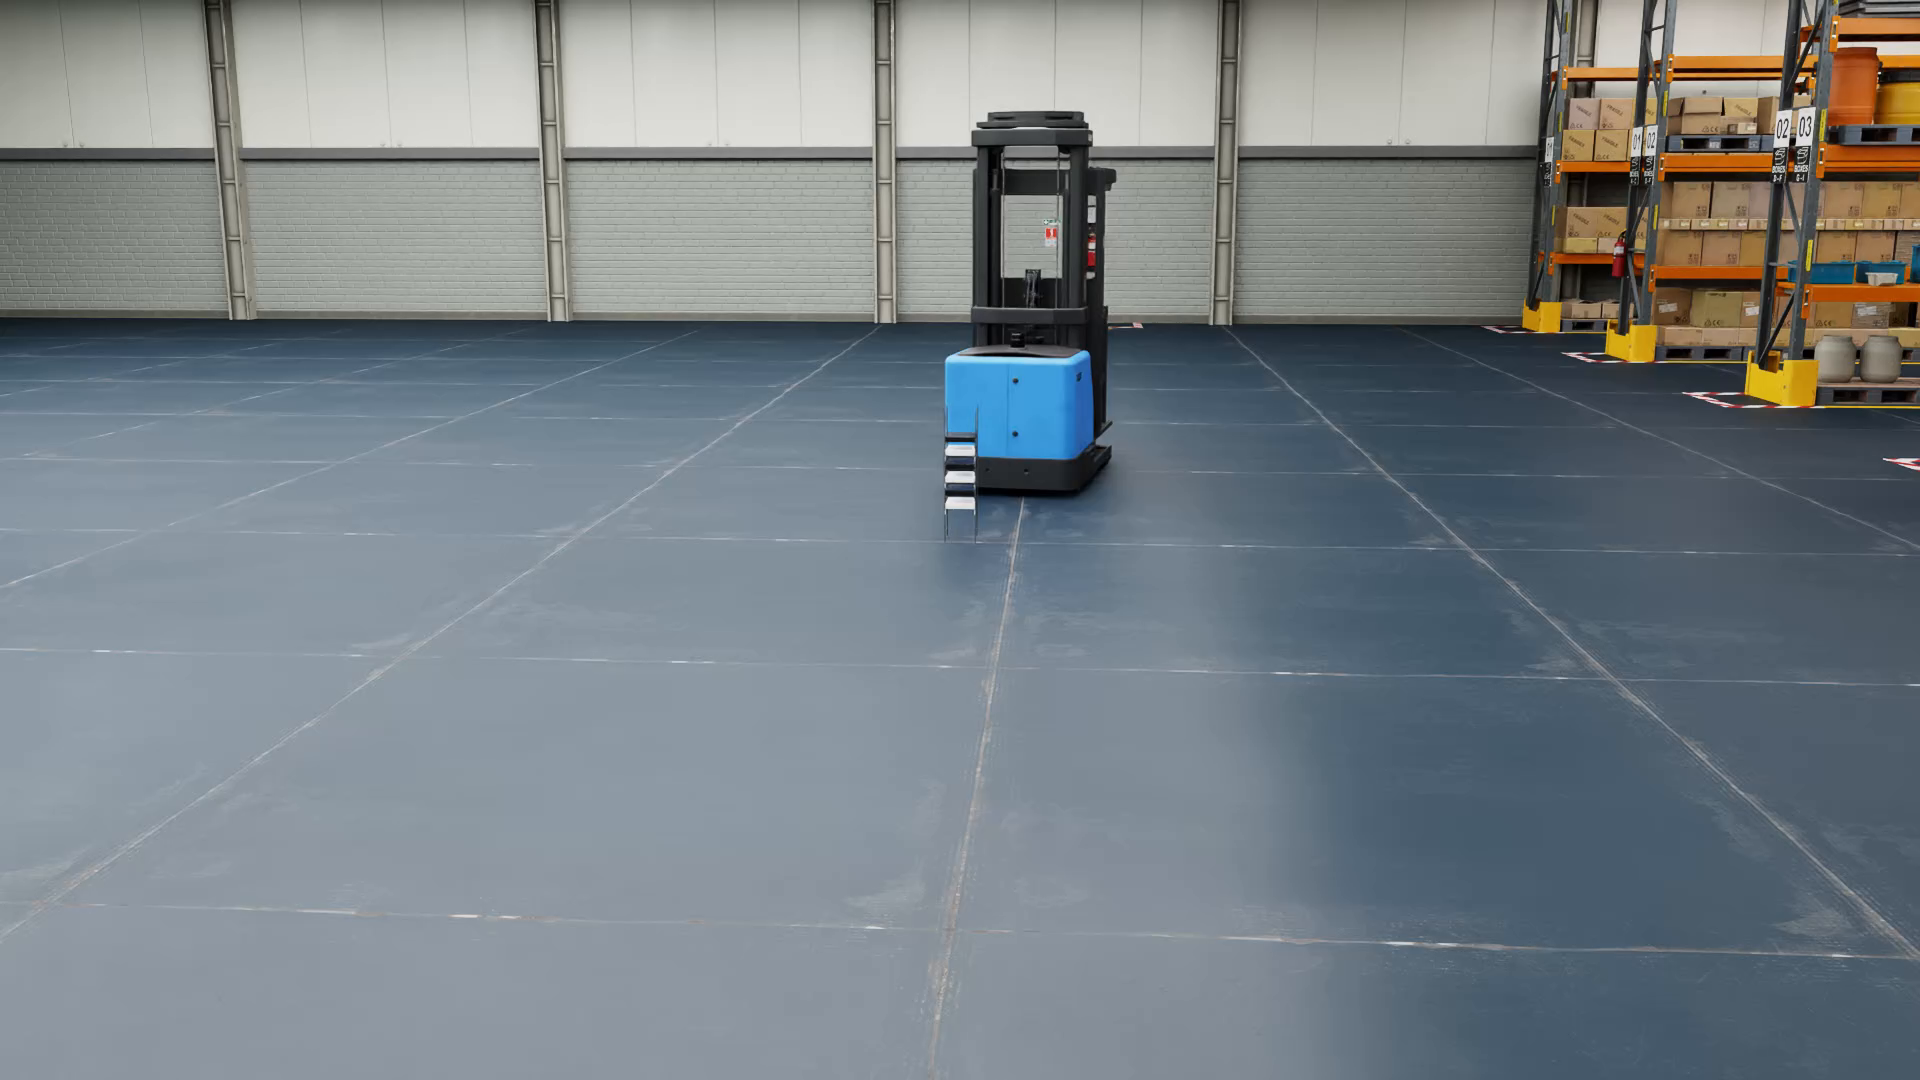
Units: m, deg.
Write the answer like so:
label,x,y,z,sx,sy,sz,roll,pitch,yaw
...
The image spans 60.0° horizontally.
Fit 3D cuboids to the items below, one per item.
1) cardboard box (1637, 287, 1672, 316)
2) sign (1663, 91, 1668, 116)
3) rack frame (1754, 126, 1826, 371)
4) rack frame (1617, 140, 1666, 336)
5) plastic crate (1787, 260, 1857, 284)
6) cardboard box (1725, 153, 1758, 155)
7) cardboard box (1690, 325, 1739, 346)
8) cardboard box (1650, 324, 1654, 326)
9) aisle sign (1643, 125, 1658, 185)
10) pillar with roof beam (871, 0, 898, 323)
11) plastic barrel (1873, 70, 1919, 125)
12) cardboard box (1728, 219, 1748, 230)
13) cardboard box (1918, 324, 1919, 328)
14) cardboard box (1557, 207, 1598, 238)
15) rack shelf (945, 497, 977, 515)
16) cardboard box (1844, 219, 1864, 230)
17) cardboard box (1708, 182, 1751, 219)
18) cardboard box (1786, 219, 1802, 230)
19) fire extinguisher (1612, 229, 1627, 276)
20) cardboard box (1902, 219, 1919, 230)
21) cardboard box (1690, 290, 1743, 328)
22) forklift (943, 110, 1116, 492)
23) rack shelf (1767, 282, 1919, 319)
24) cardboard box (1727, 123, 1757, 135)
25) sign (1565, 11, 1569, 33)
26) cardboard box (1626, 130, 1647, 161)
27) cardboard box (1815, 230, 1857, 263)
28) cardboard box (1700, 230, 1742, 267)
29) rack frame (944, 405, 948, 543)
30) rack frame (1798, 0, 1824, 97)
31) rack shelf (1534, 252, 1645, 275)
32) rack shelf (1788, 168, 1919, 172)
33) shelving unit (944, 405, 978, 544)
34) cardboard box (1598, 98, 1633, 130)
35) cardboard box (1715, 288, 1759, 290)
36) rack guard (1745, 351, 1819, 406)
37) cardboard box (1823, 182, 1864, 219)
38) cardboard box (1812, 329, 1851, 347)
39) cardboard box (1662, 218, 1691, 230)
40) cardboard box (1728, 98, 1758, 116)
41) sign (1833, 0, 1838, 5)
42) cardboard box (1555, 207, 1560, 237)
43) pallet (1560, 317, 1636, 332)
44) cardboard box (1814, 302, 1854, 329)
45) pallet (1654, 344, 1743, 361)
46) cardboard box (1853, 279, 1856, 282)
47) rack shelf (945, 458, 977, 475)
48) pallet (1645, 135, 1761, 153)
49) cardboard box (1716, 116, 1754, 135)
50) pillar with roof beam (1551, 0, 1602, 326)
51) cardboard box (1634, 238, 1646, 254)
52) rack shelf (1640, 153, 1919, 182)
label,x,y,z,sx,sy,sz,roll,pitch,yaw
cardboard box,11.863,-4.013,28.158,0.500,0.500,0.700,0,12,0
sign,9.511,-5.887,22.430,0.005,0.325,0.100,1,12,4
rack frame,9.219,-3.053,18.539,0.127,3.000,1.000,1,12,4
rack frame,9.554,-4.065,23.376,0.127,3.000,1.000,1,12,4
plastic crate,9.739,-3.035,18.813,0.616,0.251,0.499,1,12,4
cardboard box,12.848,-6.515,27.470,0.500,0.500,0.500,0,12,-1
cardboard box,10.573,-2.866,23.333,0.500,0.250,0.500,1,12,4
cardboard box,10.109,-2.978,23.868,0.500,0.250,0.500,1,12,4
aisle sign,9.468,-5.276,22.815,0.004,0.787,0.394,1,12,4
pillar with roof beam,-1.623,-7.466,24.979,0.400,9.000,9.100,1,12,4
plastic barrel,10.365,-4.830,18.219,0.600,0.588,0.600,0,12,0
cardboard box,10.695,-4.372,23.012,0.250,0.149,0.380,1,12,3
cardboard box,13.978,-2.924,23.609,0.500,0.250,0.500,1,12,3
cardboard box,10.338,-5.313,27.826,0.500,0.500,0.500,1,12,4
rack shelf,0.008,-0.232,11.219,0.200,0.077,0.258,1,12,4
cardboard box,12.244,-4.351,22.915,0.250,0.149,0.380,1,12,3
cardboard box,10.597,-4.733,23.157,0.500,0.500,0.700,0,12,2
cardboard box,11.465,-4.361,22.962,0.250,0.149,0.380,1,12,4
fire extinguisher,9.467,-4.124,23.845,0.183,0.674,0.296,1,12,4
cardboard box,13.013,-4.341,22.864,0.250,0.149,0.380,1,12,3
cardboard box,10.573,-3.233,23.255,0.500,0.500,0.500,1,12,4
forklift,0.697,-2.063,13.972,1.130,2.935,3.031,3,12,13
rack shelf,11.215,-2.674,18.481,4.000,0.370,1.077,1,12,4
cardboard box,10.716,-5.632,22.788,0.250,0.149,0.380,1,12,4
sign,9.845,-8.399,26.966,0.005,0.325,0.100,1,12,4
cardboard box,11.250,-6.528,27.529,0.500,0.500,0.500,1,12,6
cardboard box,12.075,-4.078,23.192,0.500,0.500,0.700,1,12,5
cardboard box,10.543,-4.099,23.293,0.500,0.500,0.700,1,12,5
rack frame,-0.093,-0.442,11.182,0.006,0.900,0.240,1,12,4
rack frame,13.873,-7.959,27.338,0.127,3.000,1.000,1,12,4
rack shelf,11.877,-4.698,28.157,4.000,0.370,1.077,1,12,4
rack shelf,15.868,-6.111,27.588,4.000,0.370,1.077,1,12,4
shelving unit,0.008,-0.440,11.175,0.210,0.900,0.258,1,12,4
cardboard box,10.747,-7.022,27.448,0.500,0.500,0.500,1,12,3
cardboard box,11.108,-3.335,23.742,0.500,0.500,0.500,1,12,4
rack guard,9.298,-1.838,18.836,0.348,0.500,1.175,1,12,4
cardboard box,12.098,-4.713,23.059,0.500,0.500,0.700,1,12,4
cardboard box,12.070,-2.845,23.230,0.500,0.250,0.500,1,12,4
cardboard box,9.931,-4.382,23.063,0.250,0.149,0.380,1,12,3
cardboard box,12.804,-6.996,27.324,0.500,0.500,0.500,1,12,7
sign,9.178,-5.775,17.409,0.005,0.325,0.100,1,12,4
cardboard box,10.366,-5.418,28.327,0.500,0.500,0.500,1,12,3
pallet,10.766,-3.693,28.407,1.213,0.211,1.003,1,12,4
cardboard box,12.071,-3.214,23.166,0.500,0.500,0.500,1,12,4
pallet,10.320,-2.698,23.652,1.213,0.211,1.003,1,12,4
cardboard box,15.048,-4.369,28.029,0.500,0.250,0.500,1,12,3
rack shelf,0.008,-0.496,11.164,0.200,0.077,0.258,1,12,4
pallet,10.258,-5.475,23.006,1.213,0.211,1.003,1,12,4
cardboard box,10.721,-5.772,23.209,0.500,0.250,0.500,1,12,4
pillar with roof beam,10.350,-7.301,24.194,0.400,9.000,9.100,1,12,4
cardboard box,11.374,-4.930,27.826,0.500,0.250,0.500,1,12,3
rack shelf,11.550,-5.154,23.012,4.000,0.370,1.077,1,12,4
